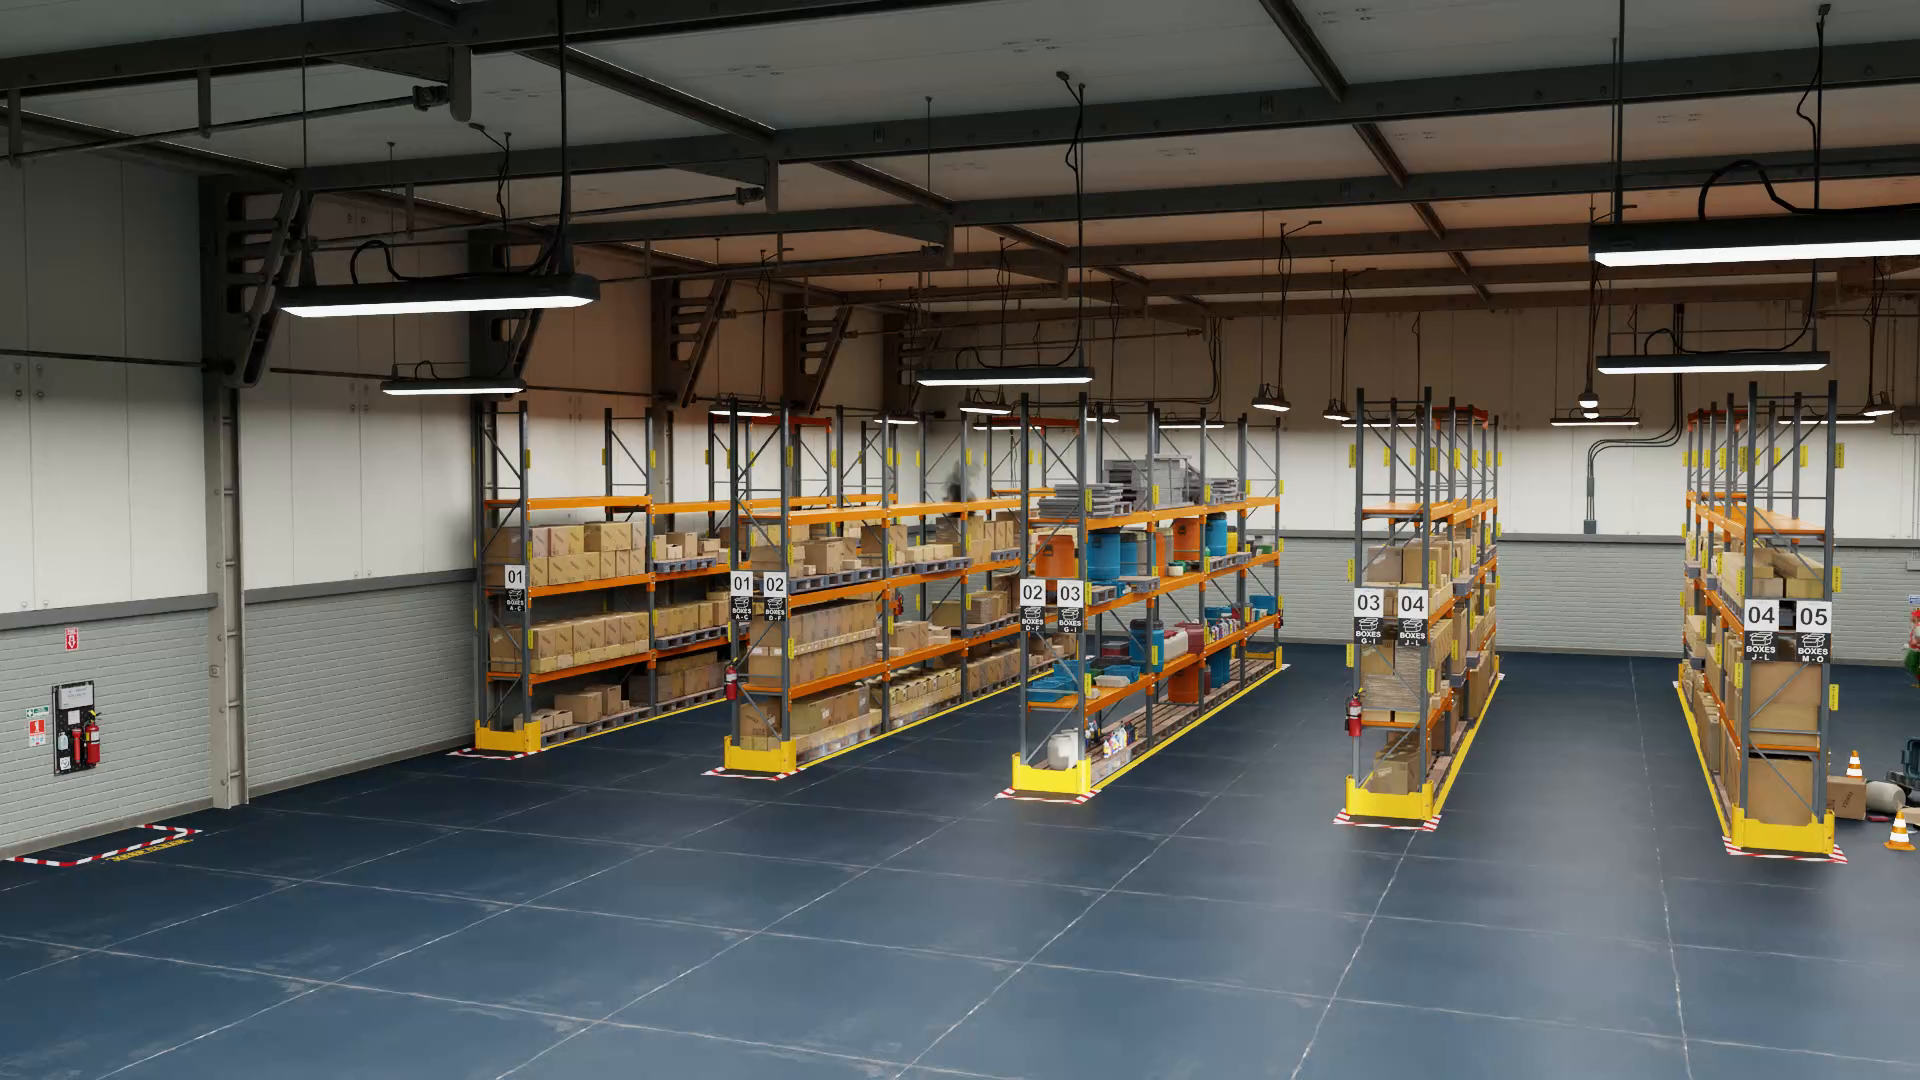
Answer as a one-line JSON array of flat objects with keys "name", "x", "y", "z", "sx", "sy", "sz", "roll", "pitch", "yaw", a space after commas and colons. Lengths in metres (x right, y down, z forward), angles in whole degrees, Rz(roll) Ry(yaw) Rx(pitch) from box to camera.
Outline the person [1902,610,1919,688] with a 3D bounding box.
[{"name": "person", "x": 20.787, "y": 2.381, "z": 36.132, "sx": 0.564, "sy": 1.723, "sz": 0.704, "roll": 2, "pitch": 3, "yaw": 30}]
